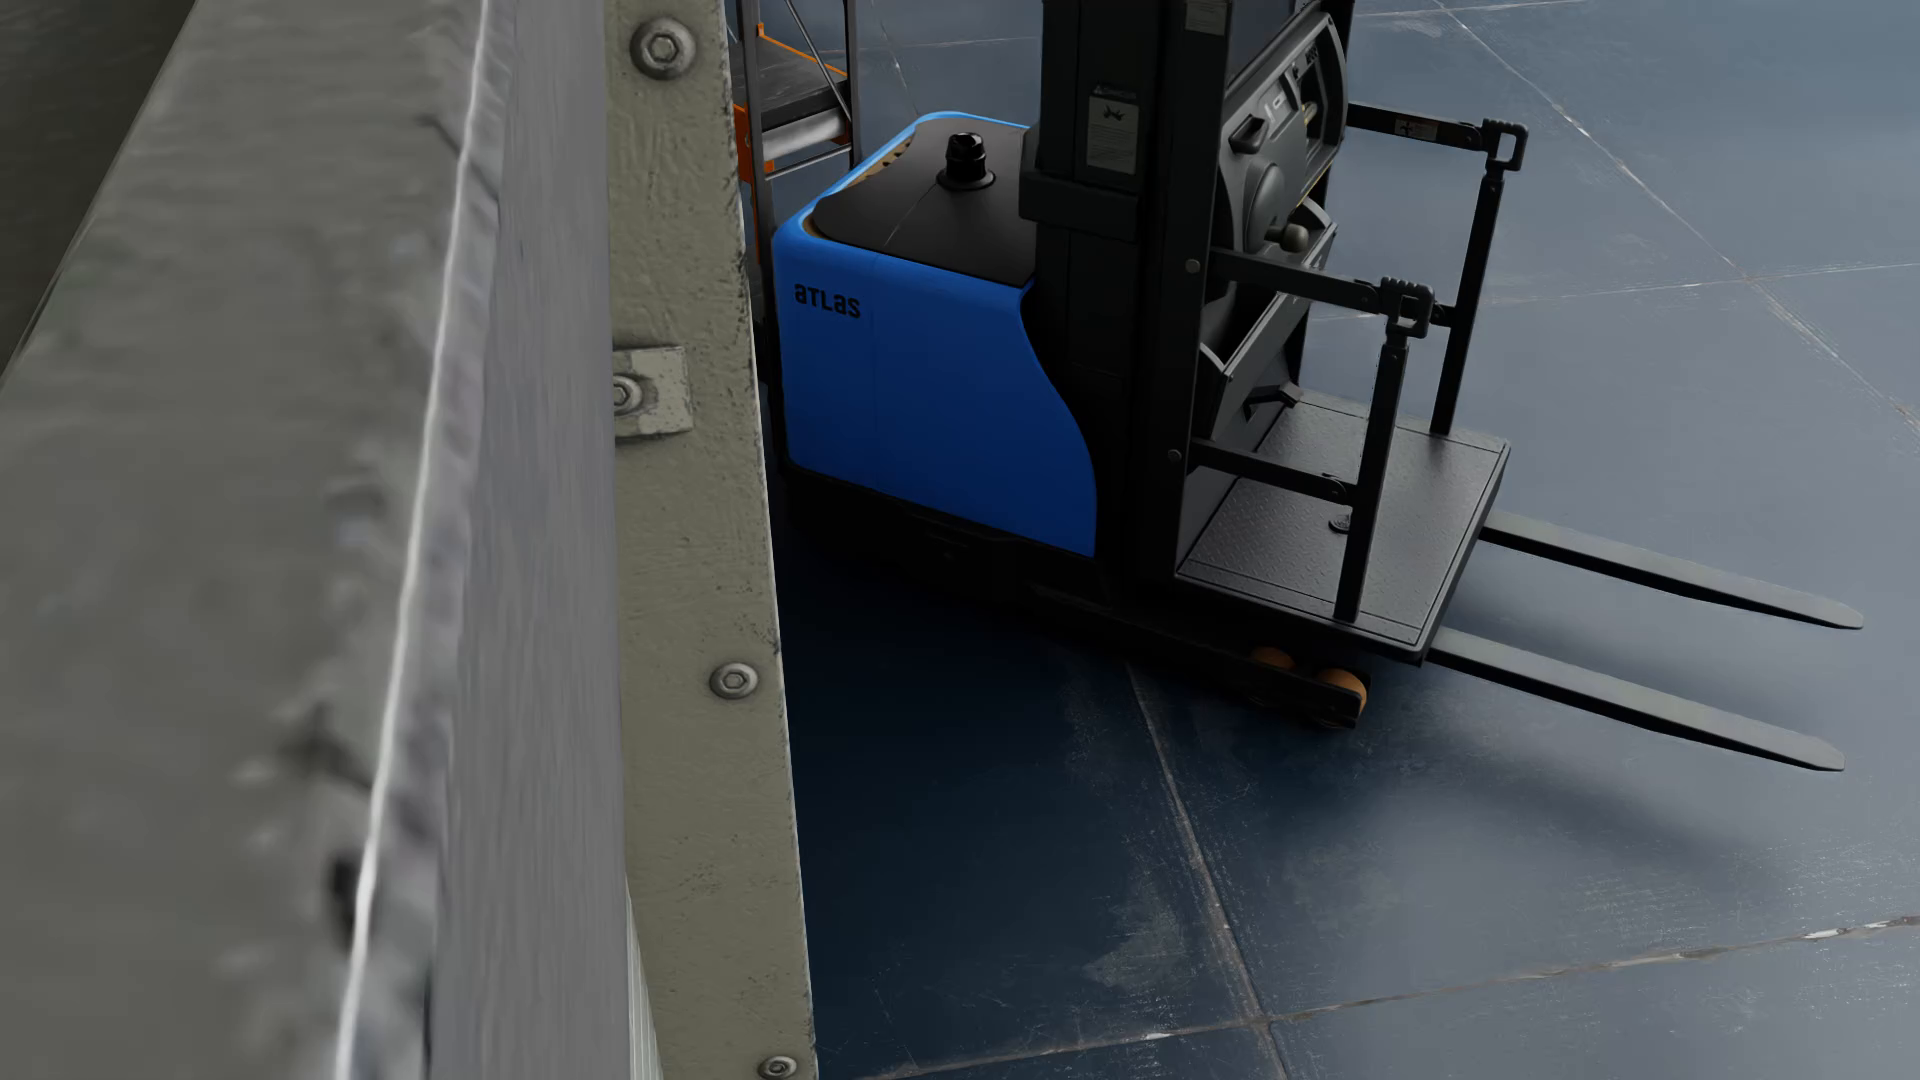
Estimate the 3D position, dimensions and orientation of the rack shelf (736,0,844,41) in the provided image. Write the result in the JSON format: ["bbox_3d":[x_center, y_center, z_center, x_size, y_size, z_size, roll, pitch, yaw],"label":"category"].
[{"bbox_3d":[-0.618,-1.786,4.718,0.431,0.518,0.480,-29,46,-32],"label":"rack shelf"}]

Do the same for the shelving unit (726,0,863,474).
[{"bbox_3d":[-0.618,-1.244,5.139,0.431,2.100,0.503,-29,46,-32],"label":"shelving unit"}]

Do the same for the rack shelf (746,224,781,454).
[{"bbox_3d":[-0.618,-0.680,5.577,0.431,0.518,0.480,-29,46,-32],"label":"rack shelf"}]

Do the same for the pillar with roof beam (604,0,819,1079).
[{"bbox_3d":[3.768,-2.785,1.500,9.100,9.000,0.400,-6,38,-8],"label":"pillar with roof beam"}]

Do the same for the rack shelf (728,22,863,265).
[{"bbox_3d":[-0.618,-1.233,5.148,0.431,0.518,0.480,-29,46,-32],"label":"rack shelf"}]

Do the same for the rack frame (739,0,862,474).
[{"bbox_3d":[-0.455,-1.132,4.996,0.400,2.100,0.015,-29,46,-32],"label":"rack frame"}]

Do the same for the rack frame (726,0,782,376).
[{"bbox_3d":[-0.781,-1.355,5.283,0.400,2.100,0.015,-29,46,-32],"label":"rack frame"}]

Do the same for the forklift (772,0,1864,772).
[{"bbox_3d":[1.009,-1.012,4.164,3.031,2.935,1.130,17,41,21],"label":"forklift"}]
